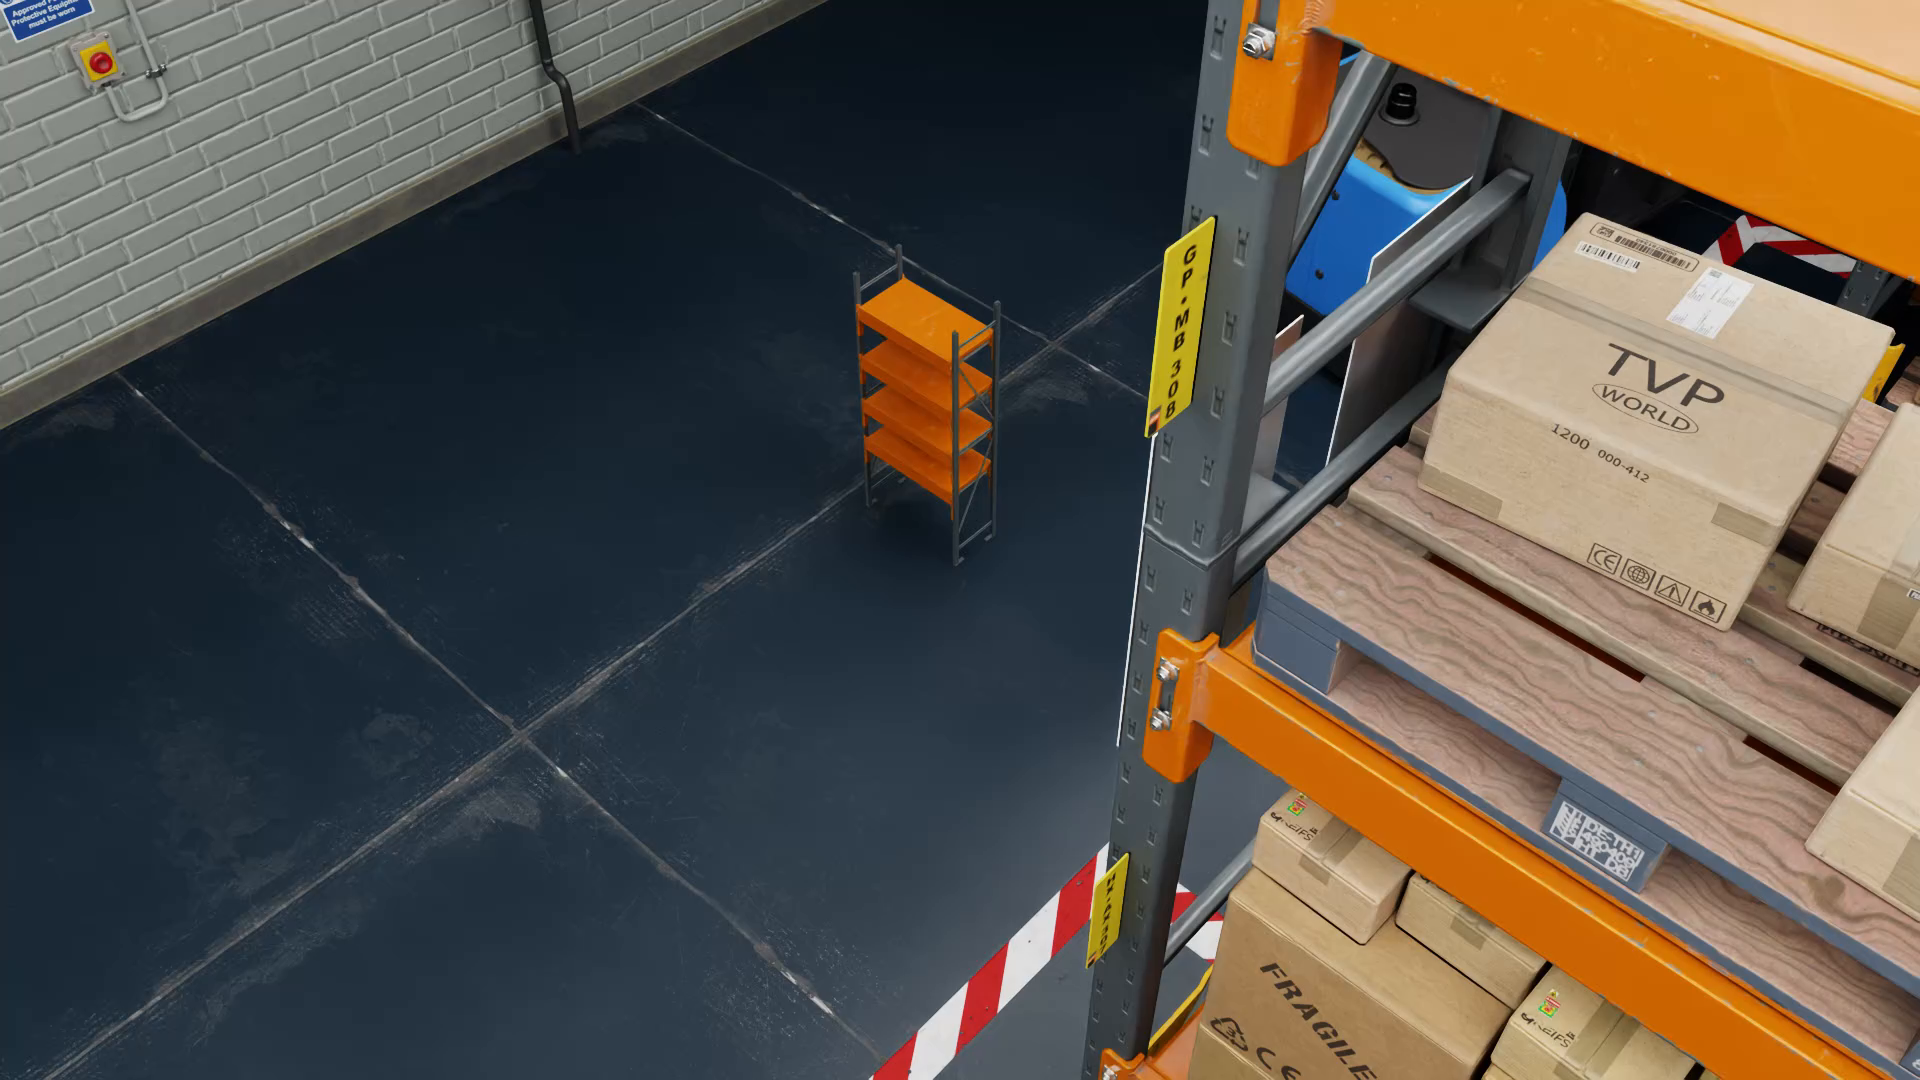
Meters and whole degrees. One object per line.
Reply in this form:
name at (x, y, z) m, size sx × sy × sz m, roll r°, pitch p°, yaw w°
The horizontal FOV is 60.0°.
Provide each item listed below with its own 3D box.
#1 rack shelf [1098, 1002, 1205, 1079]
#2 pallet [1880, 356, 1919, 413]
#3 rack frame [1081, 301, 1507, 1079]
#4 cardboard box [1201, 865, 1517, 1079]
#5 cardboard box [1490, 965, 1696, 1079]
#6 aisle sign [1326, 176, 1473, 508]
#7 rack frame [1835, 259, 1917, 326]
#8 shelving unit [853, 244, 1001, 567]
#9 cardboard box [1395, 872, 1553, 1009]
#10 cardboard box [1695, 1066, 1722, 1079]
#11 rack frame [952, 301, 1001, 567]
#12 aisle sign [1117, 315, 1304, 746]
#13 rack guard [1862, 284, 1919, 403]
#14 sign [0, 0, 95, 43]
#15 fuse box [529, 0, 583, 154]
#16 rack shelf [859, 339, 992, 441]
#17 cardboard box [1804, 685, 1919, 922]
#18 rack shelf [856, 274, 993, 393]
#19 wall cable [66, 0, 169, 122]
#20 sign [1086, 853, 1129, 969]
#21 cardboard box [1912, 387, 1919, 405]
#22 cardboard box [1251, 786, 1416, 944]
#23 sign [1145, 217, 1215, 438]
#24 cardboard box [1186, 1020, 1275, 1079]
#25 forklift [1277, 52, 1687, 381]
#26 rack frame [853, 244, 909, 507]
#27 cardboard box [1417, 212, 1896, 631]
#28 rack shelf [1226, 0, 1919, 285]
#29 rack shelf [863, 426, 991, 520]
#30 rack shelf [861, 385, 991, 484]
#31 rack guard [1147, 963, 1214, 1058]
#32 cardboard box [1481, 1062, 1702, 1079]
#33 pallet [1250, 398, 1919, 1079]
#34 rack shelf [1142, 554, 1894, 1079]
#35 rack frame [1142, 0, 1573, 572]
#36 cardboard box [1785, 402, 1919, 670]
rack shelf at (2.146, 2.013, 3.296) m, size 4.000 × 0.370 × 1.077 m, roll 34°, pitch 55°, yaw 28°
pallet at (4.682, -0.497, 7.072) m, size 1.213 × 0.211 × 1.003 m, roll 34°, pitch 55°, yaw 28°
rack frame at (0.676, 0.778, 3.962) m, size 0.127 × 3.000 × 1.000 m, roll 34°, pitch 55°, yaw 28°
cardboard box at (0.835, 0.791, 3.195) m, size 0.500 × 0.500 × 0.500 m, roll 33°, pitch 55°, yaw 27°
cardboard box at (1.103, 0.785, 2.756) m, size 0.250 × 0.149 × 0.380 m, roll 36°, pitch 56°, yaw 29°
aisle sign at (0.833, -0.314, 3.204) m, size 0.004 × 0.787 × 0.394 m, roll 34°, pitch 55°, yaw 28°
rack frame at (4.040, -1.883, 6.460) m, size 0.127 × 3.000 × 1.000 m, roll 34°, pitch 55°, yaw 28°
shelving unit at (-0.122, -0.493, 6.389) m, size 0.503 × 1.200 × 0.258 m, roll 34°, pitch 55°, yaw 28°
cardboard box at (0.990, 0.595, 2.935) m, size 0.250 × 0.149 × 0.380 m, roll 35°, pitch 56°, yaw 28°
cardboard box at (1.309, 0.905, 2.643) m, size 0.250 × 0.149 × 0.380 m, roll 32°, pitch 55°, yaw 27°
rack frame at (0.058, -0.372, 6.276) m, size 0.015 × 1.200 × 0.240 m, roll 34°, pitch 55°, yaw 28°
aisle sign at (0.426, 0.008, 2.902) m, size 0.004 × 0.787 × 0.394 m, roll 34°, pitch 55°, yaw 28°
rack guard at (4.095, -0.990, 7.336) m, size 0.348 × 0.500 × 1.175 m, roll 34°, pitch 55°, yaw 28°
sign at (-3.561, -2.094, 6.474) m, size 0.001 × 0.218 × 0.327 m, roll 34°, pitch 55°, yaw 28°
fuse box at (-1.952, -2.610, 8.027) m, size 0.414 × 1.711 × 0.539 m, roll 34°, pitch 55°, yaw 28°
rack shelf at (-0.122, -0.600, 6.275) m, size 0.480 × 0.148 × 0.258 m, roll 34°, pitch 55°, yaw 28°
cardboard box at (1.319, 0.320, 2.150) m, size 0.250 × 0.149 × 0.380 m, roll 36°, pitch 56°, yaw 29°
rack shelf at (-0.122, -0.762, 6.103) m, size 0.480 × 0.148 × 0.258 m, roll 34°, pitch 55°, yaw 28°
wall cable at (-3.484, -2.356, 6.186) m, size 0.123 × 1.953 × 0.585 m, roll 34°, pitch 55°, yaw 28°
sign at (0.295, 0.749, 3.341) m, size 0.005 × 0.325 × 0.100 m, roll 34°, pitch 55°, yaw 28°
cardboard box at (4.425, -0.819, 6.886) m, size 0.637 × 0.503 × 0.797 m, roll 32°, pitch 54°, yaw 26°
cardboard box at (0.749, 0.503, 3.020) m, size 0.250 × 0.149 × 0.380 m, roll 35°, pitch 56°, yaw 28°
sign at (0.295, -0.281, 2.245) m, size 0.005 × 0.325 × 0.100 m, roll 34°, pitch 55°, yaw 28°
cardboard box at (0.834, 1.135, 3.558) m, size 0.500 × 0.500 × 0.500 m, roll 34°, pitch 55°, yaw 27°
forklift at (2.708, -2.499, 7.085) m, size 3.031 × 2.935 × 1.130 m, roll -29°, pitch 53°, yaw -24°
rack frame at (-0.301, -0.613, 6.503) m, size 0.015 × 1.200 × 0.240 m, roll 34°, pitch 55°, yaw 28°
cardboard box at (1.068, -0.201, 2.570) m, size 0.500 × 0.250 × 0.500 m, roll 29°, pitch 53°, yaw 25°
rack shelf at (2.146, 0.097, 1.255) m, size 4.000 × 0.370 × 1.077 m, roll 34°, pitch 55°, yaw 28°
rack shelf at (-0.122, -0.311, 6.583) m, size 0.480 × 0.148 × 0.258 m, roll 34°, pitch 55°, yaw 28°
rack shelf at (-0.122, -0.446, 6.438) m, size 0.480 × 0.148 × 0.258 m, roll 34°, pitch 55°, yaw 28°
rack guard at (0.658, 1.622, 4.884) m, size 0.348 × 0.500 × 1.175 m, roll 34°, pitch 55°, yaw 28°
cardboard box at (1.220, 1.043, 2.959) m, size 0.500 × 0.500 × 0.500 m, roll 32°, pitch 55°, yaw 27°
pallet at (1.228, 0.143, 2.562) m, size 1.213 × 0.211 × 1.003 m, roll 34°, pitch 55°, yaw 28°
rack shelf at (2.146, 0.986, 2.202) m, size 4.000 × 0.370 × 1.077 m, roll 34°, pitch 55°, yaw 28°
rack frame at (0.676, -1.276, 1.775) m, size 0.127 × 3.000 × 1.000 m, roll 34°, pitch 55°, yaw 28°
cardboard box at (1.430, -0.002, 2.452) m, size 0.250 × 0.149 × 0.380 m, roll 30°, pitch 54°, yaw 25°
